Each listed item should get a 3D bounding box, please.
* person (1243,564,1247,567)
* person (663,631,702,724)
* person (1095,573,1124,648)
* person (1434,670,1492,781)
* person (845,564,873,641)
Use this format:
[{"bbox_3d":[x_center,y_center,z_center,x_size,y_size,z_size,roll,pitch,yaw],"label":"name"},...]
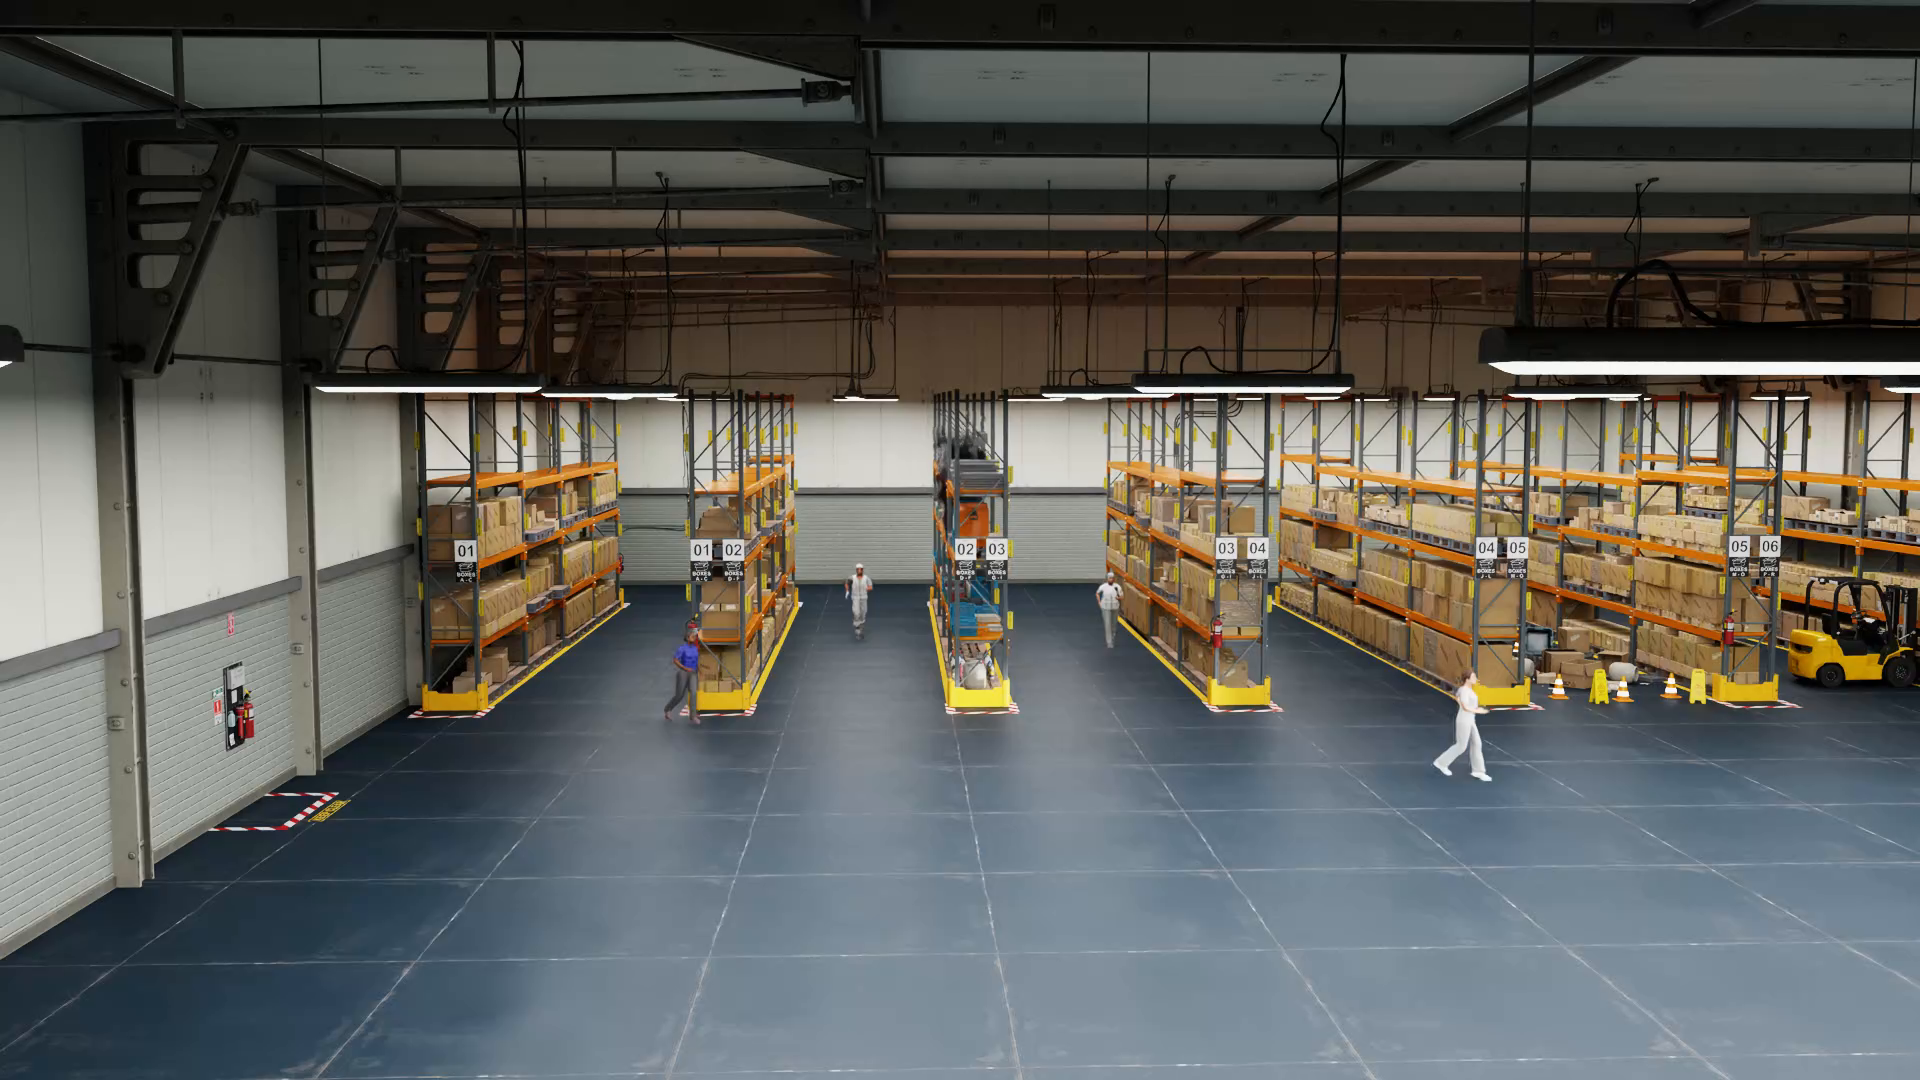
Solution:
[{"bbox_3d":[7.361,1.387,42.498,0.731,1.724,0.591,0,5,-5],"label":"person"},{"bbox_3d":[-4.870,2.456,29.928,0.904,1.597,0.626,4,6,44],"label":"person"},{"bbox_3d":[3.371,1.580,37.250,0.615,1.703,0.863,-1,5,-6],"label":"person"},{"bbox_3d":[7.699,2.816,25.390,0.853,1.693,0.582,2,5,24],"label":"person"},{"bbox_3d":[-2.466,1.497,40.717,0.652,1.838,0.836,-1,5,-14],"label":"person"}]
